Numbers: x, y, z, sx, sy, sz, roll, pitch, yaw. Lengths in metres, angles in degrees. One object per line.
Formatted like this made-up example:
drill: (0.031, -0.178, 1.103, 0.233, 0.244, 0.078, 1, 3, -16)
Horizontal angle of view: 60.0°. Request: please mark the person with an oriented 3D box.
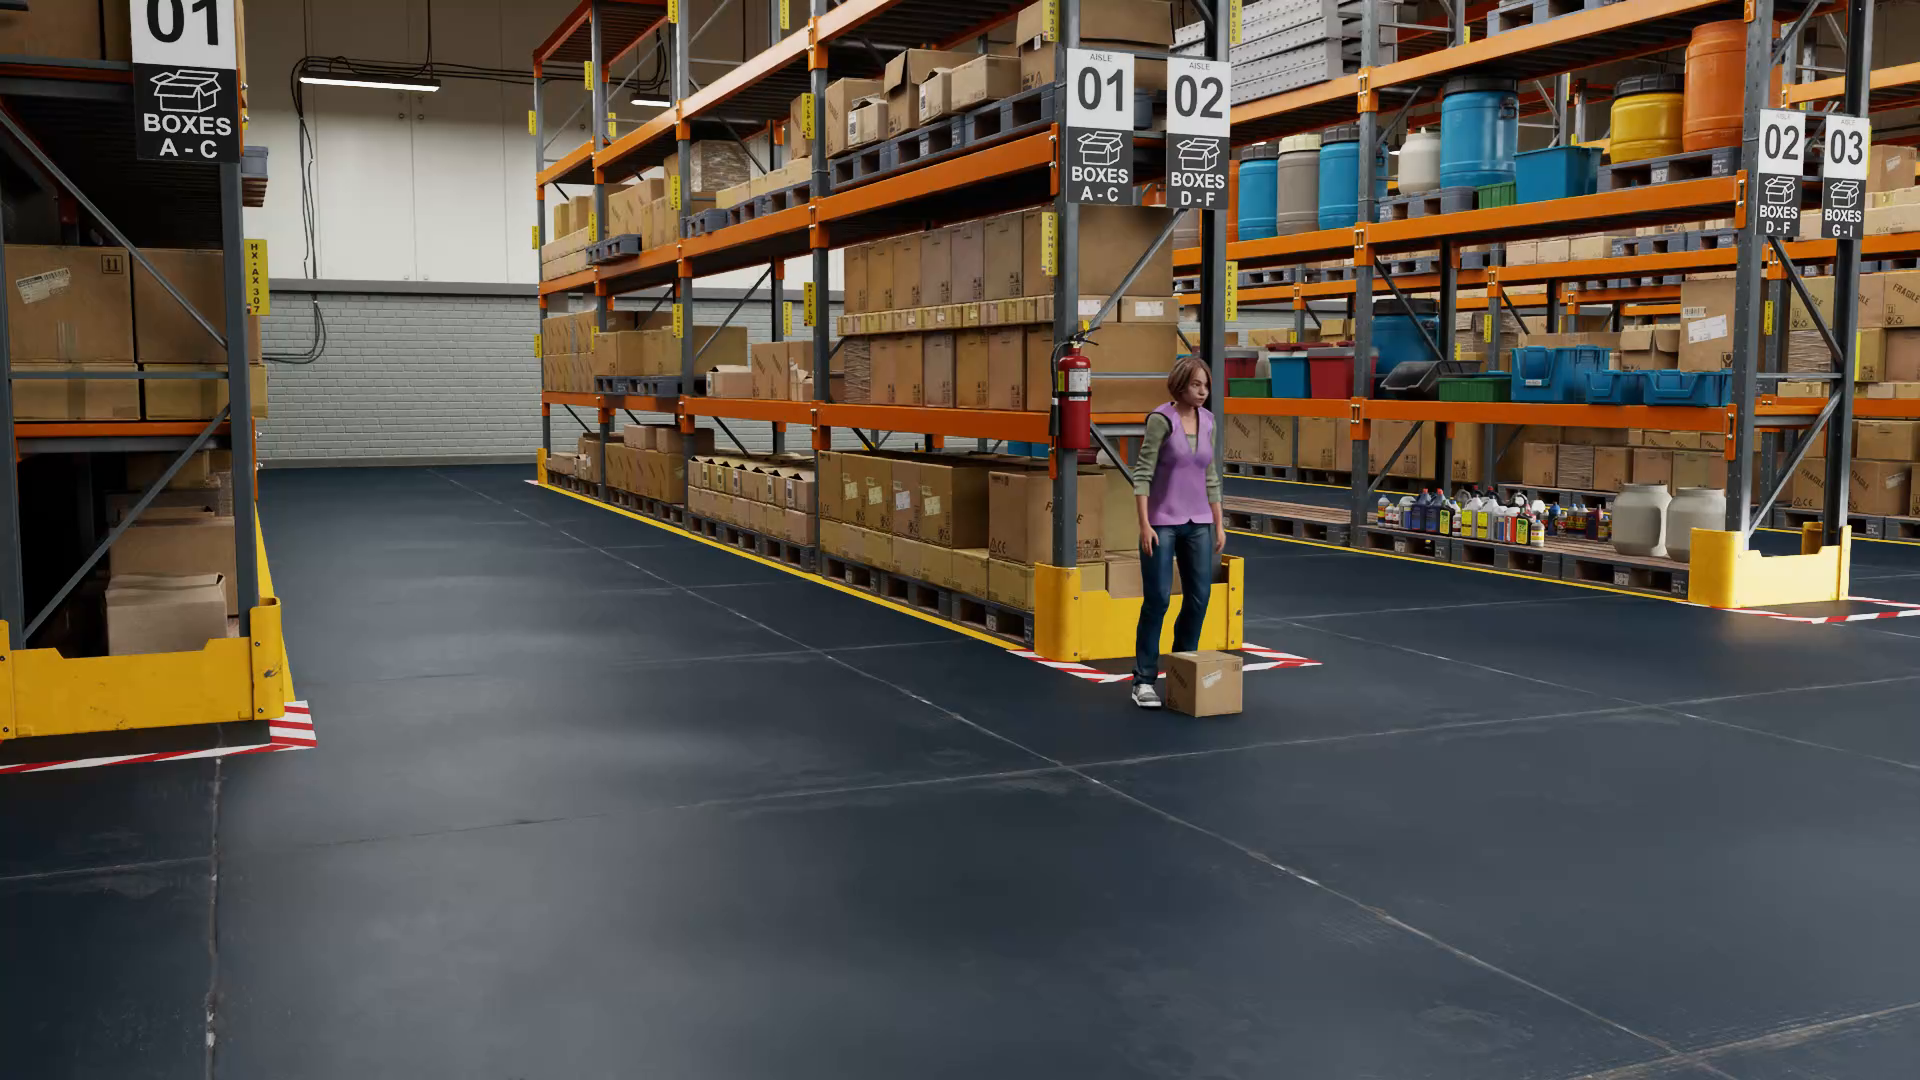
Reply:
person: (1.002, -0.044, 7.661, 0.483, 1.594, 0.341, -3, 6, -26)
